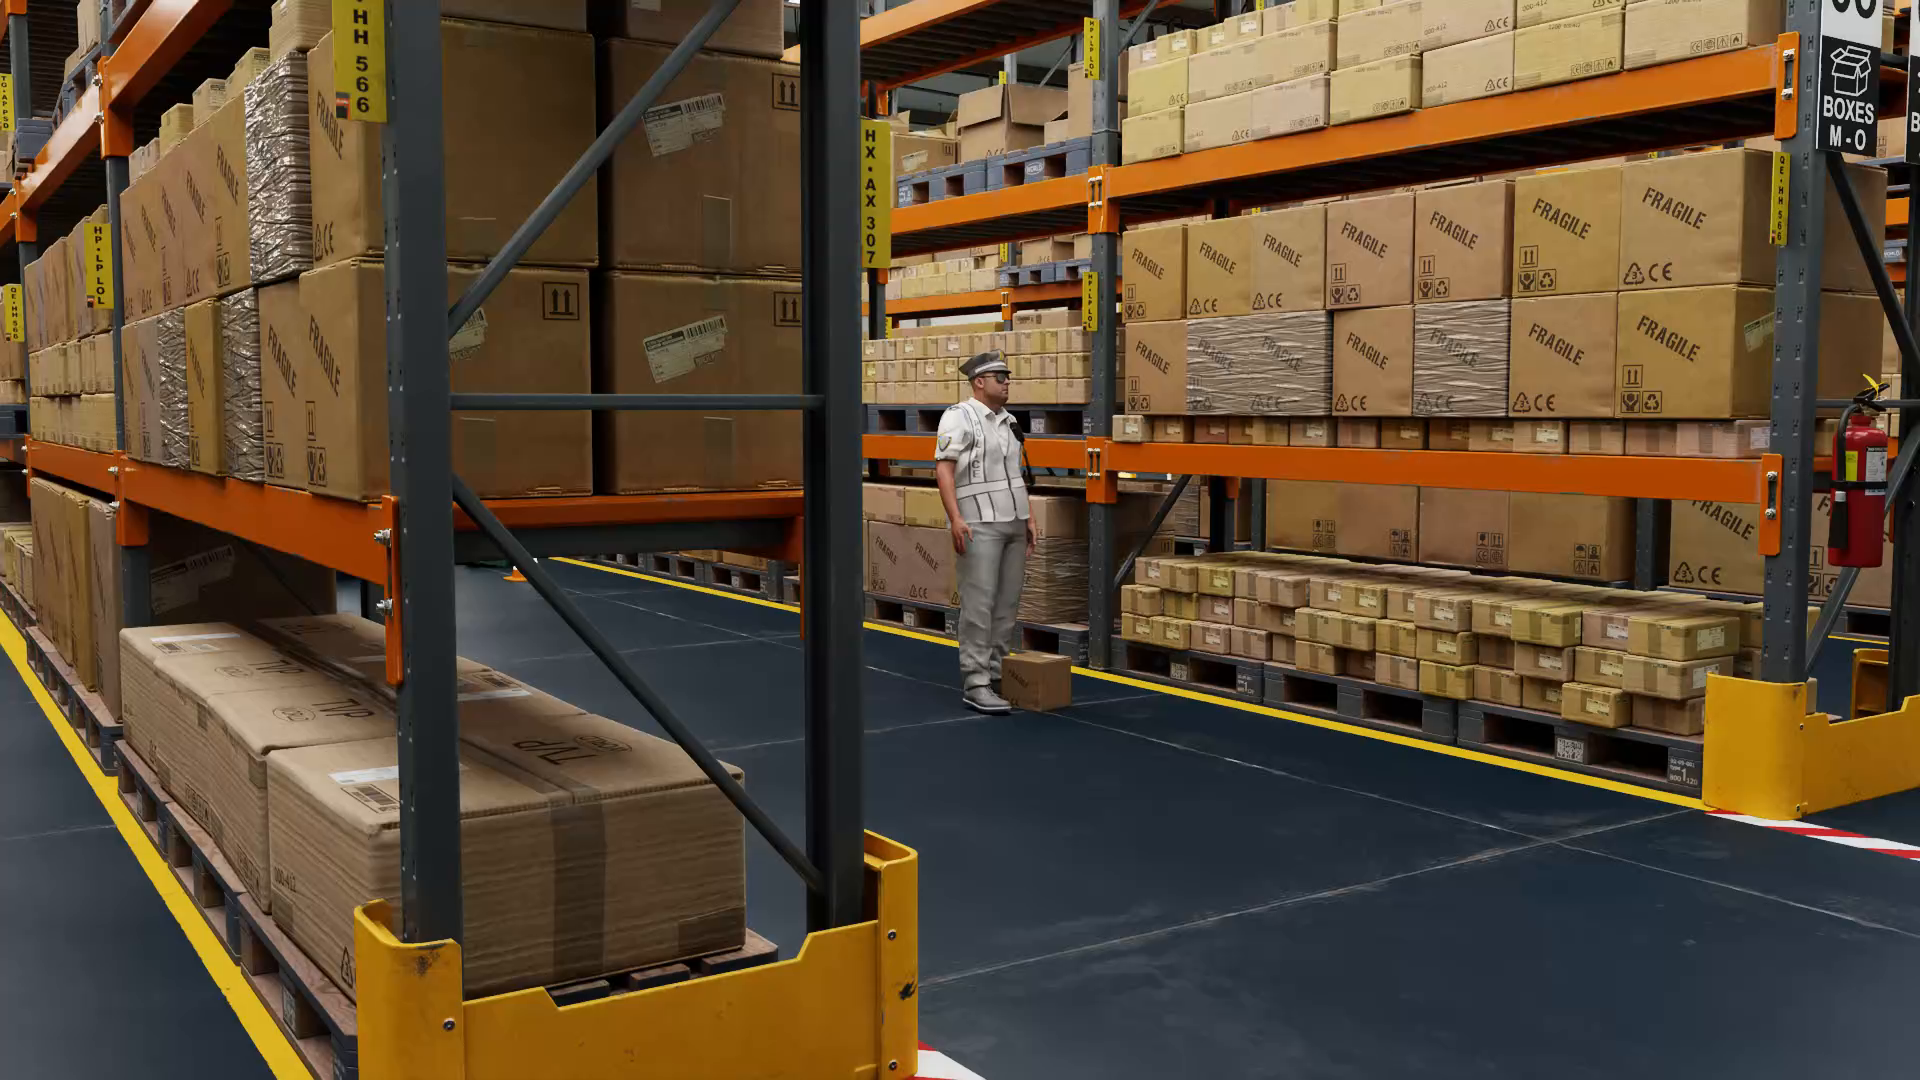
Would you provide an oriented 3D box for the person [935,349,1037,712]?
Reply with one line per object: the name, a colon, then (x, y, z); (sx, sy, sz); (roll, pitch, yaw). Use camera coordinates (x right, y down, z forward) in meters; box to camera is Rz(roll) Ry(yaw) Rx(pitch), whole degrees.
person: (0.204, -0.072, 8.381); (0.573, 1.778, 0.641); (4, 6, 43)
